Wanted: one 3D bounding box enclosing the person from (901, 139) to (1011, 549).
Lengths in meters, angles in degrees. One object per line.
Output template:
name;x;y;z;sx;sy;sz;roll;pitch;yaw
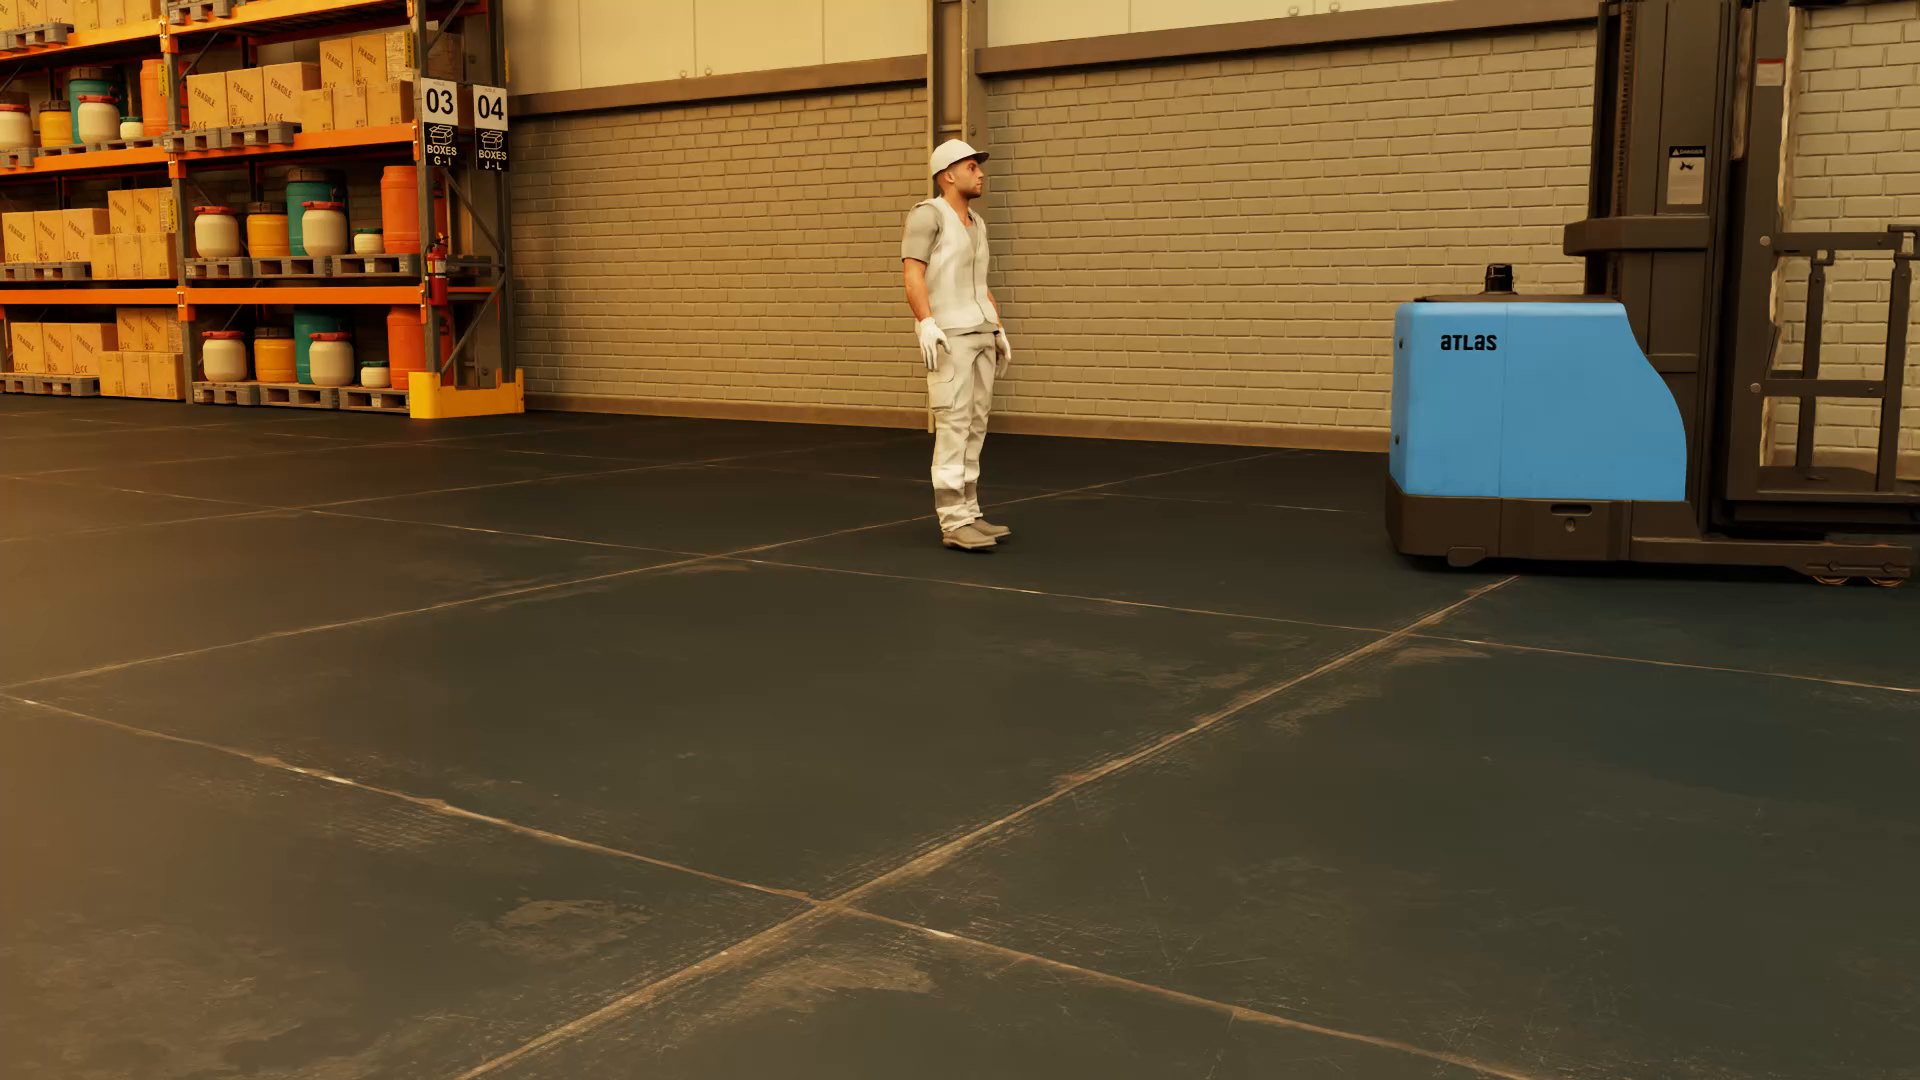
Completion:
person;0.060;-0.885;7.423;0.564;1.787;0.638;5;10;34

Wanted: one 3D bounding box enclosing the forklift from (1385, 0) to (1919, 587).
forklift;3.350;-1.353;6.705;3.031;2.935;1.130;1;8;10
